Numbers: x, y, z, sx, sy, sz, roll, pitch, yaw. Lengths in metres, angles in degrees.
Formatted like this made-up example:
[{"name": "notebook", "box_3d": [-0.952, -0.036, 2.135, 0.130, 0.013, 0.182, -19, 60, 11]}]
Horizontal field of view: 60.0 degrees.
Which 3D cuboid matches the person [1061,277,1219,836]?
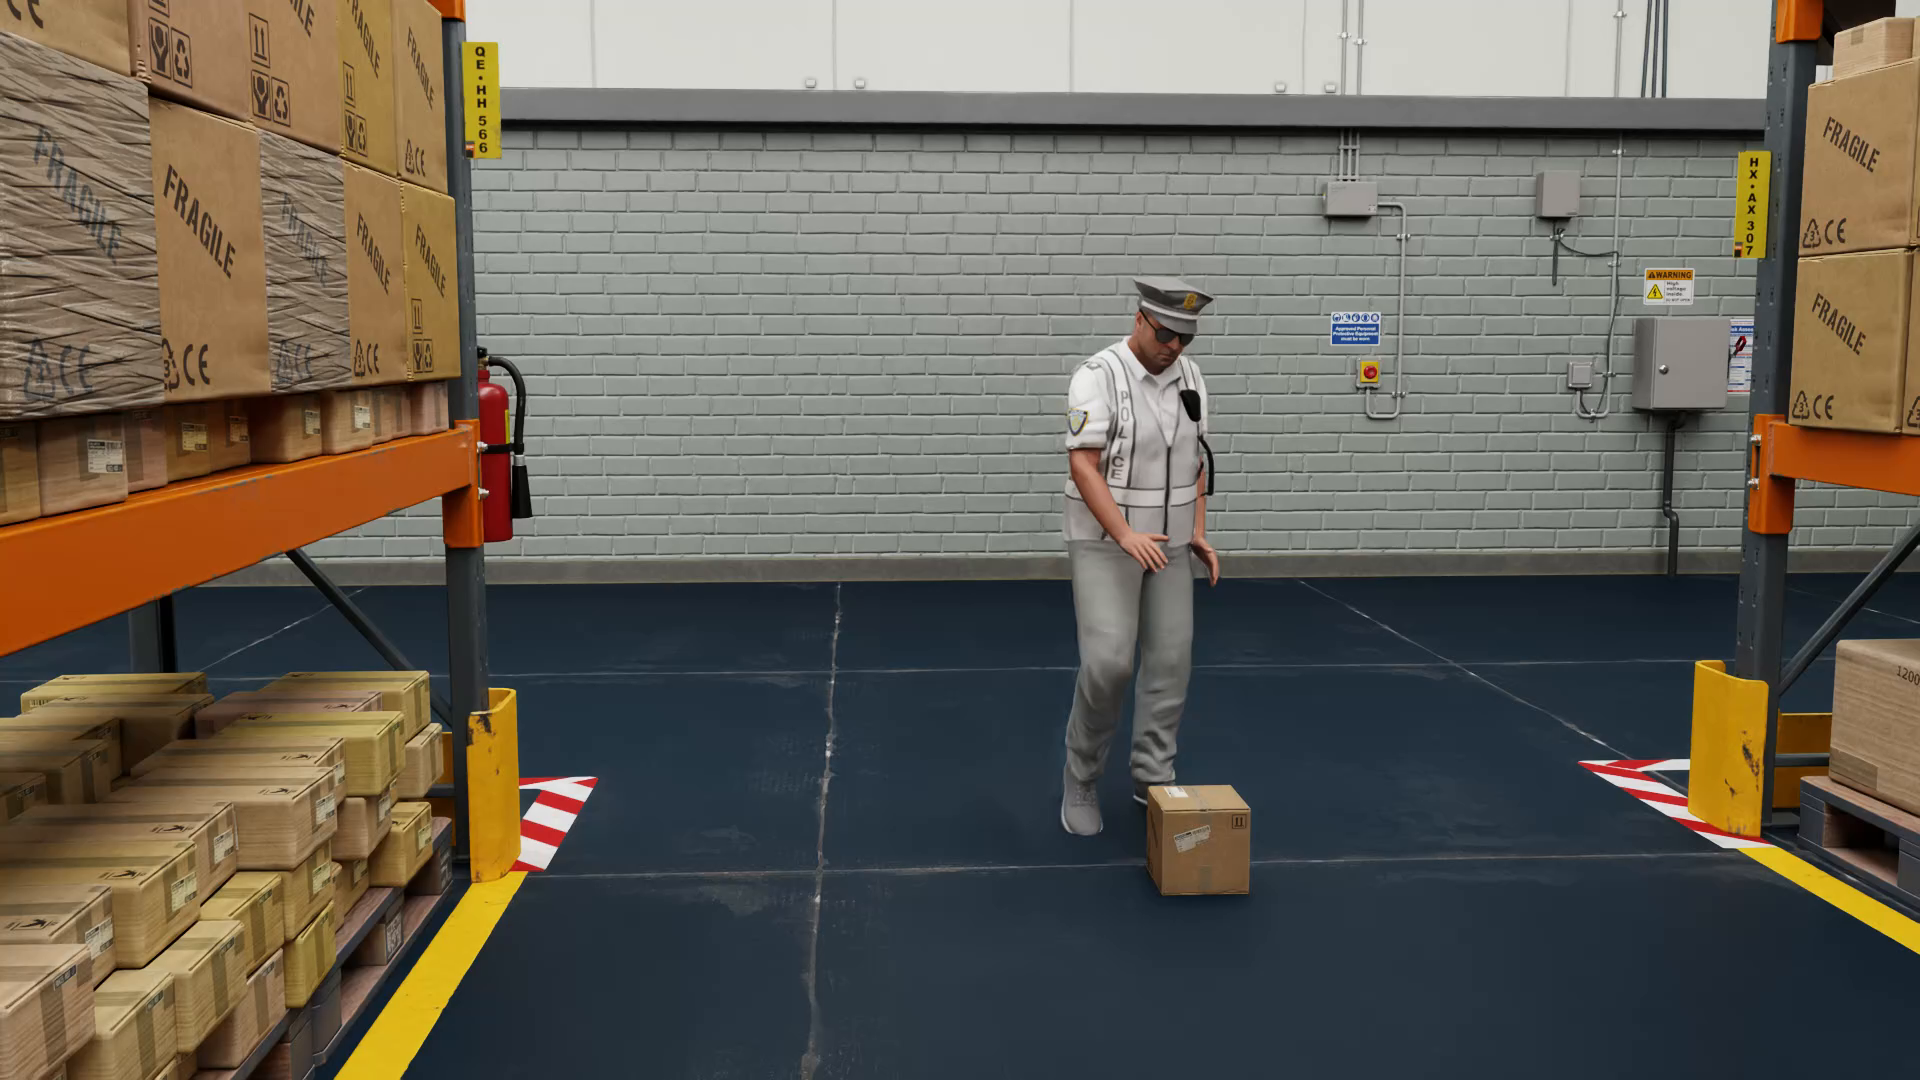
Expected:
[{"name": "person", "box_3d": [0.593, 0.066, 5.296, 0.551, 1.787, 0.589, -4, 8, -31]}]
